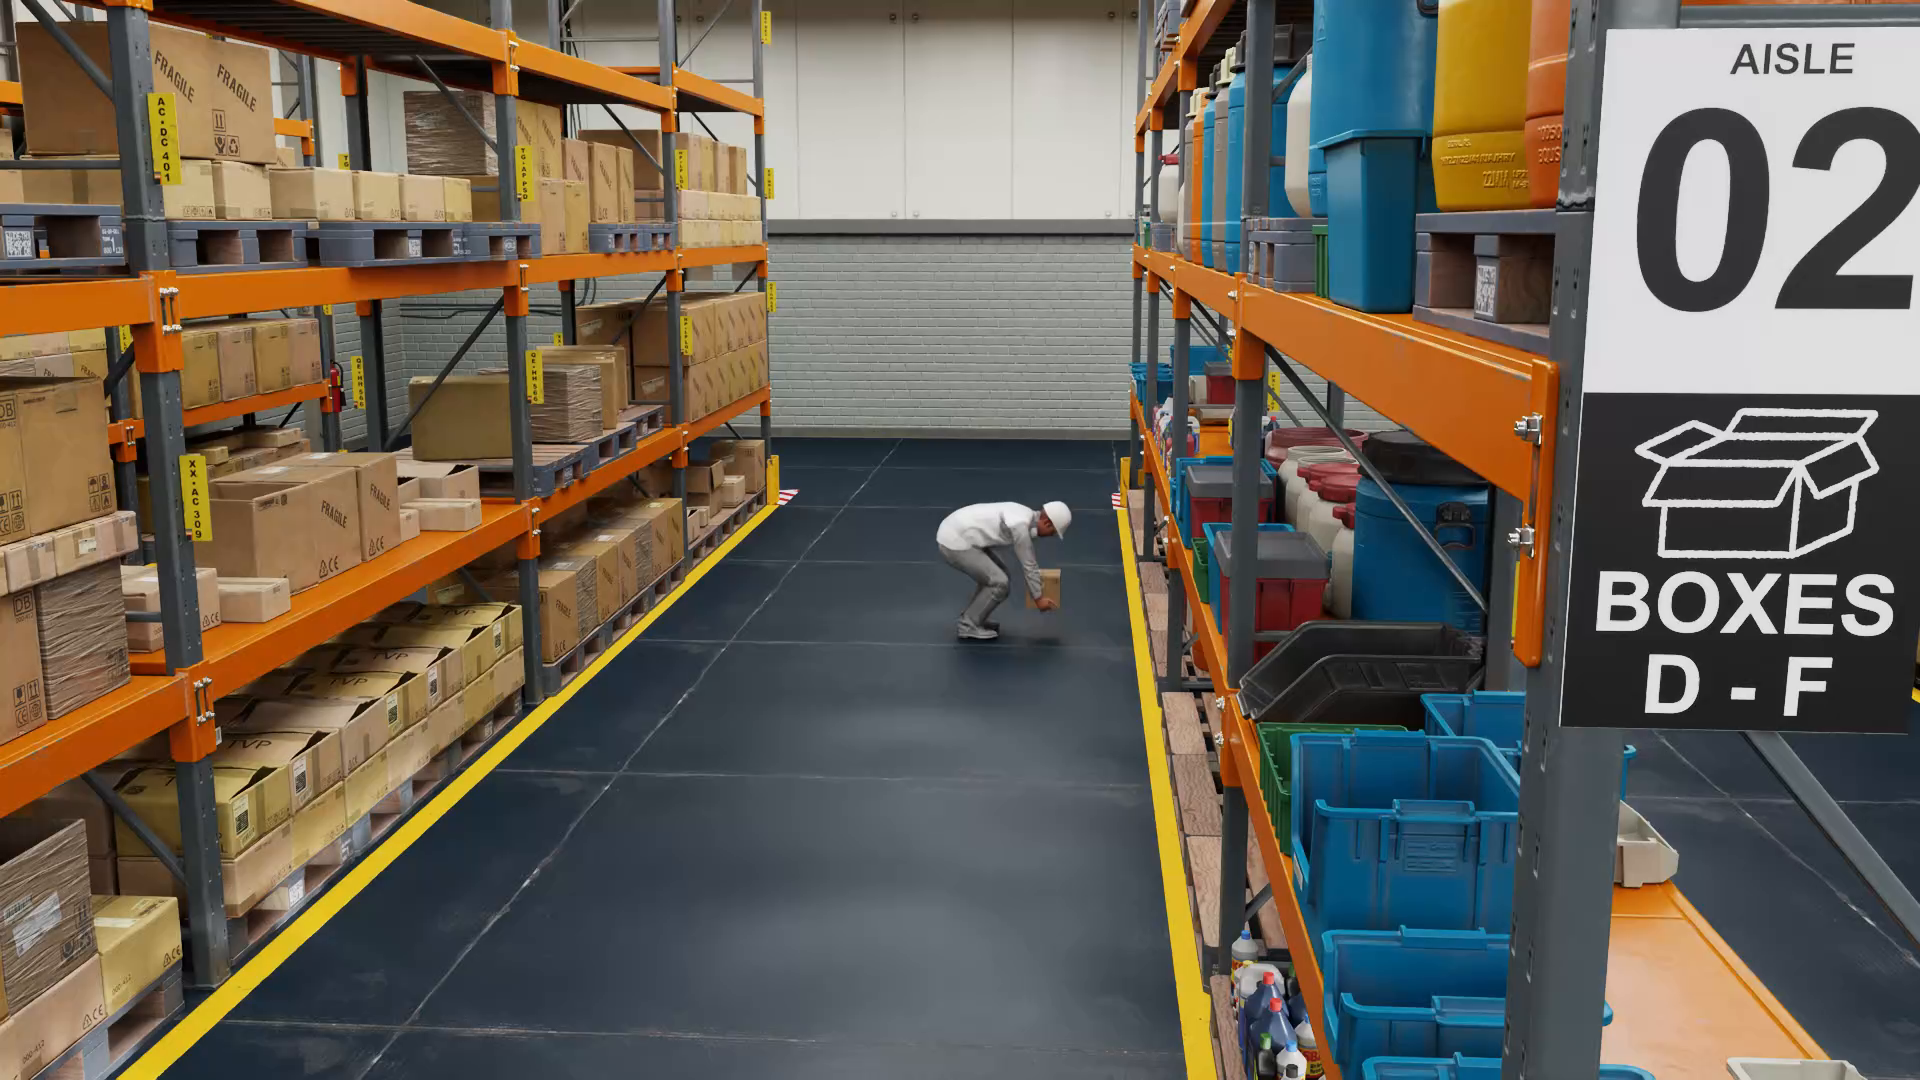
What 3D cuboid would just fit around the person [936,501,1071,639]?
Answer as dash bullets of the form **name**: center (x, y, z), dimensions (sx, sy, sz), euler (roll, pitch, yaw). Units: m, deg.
- **person**: center (0.323, 0.209, 12.333), dimensions (0.996, 1.000, 0.519), euler (0, 11, 1)
